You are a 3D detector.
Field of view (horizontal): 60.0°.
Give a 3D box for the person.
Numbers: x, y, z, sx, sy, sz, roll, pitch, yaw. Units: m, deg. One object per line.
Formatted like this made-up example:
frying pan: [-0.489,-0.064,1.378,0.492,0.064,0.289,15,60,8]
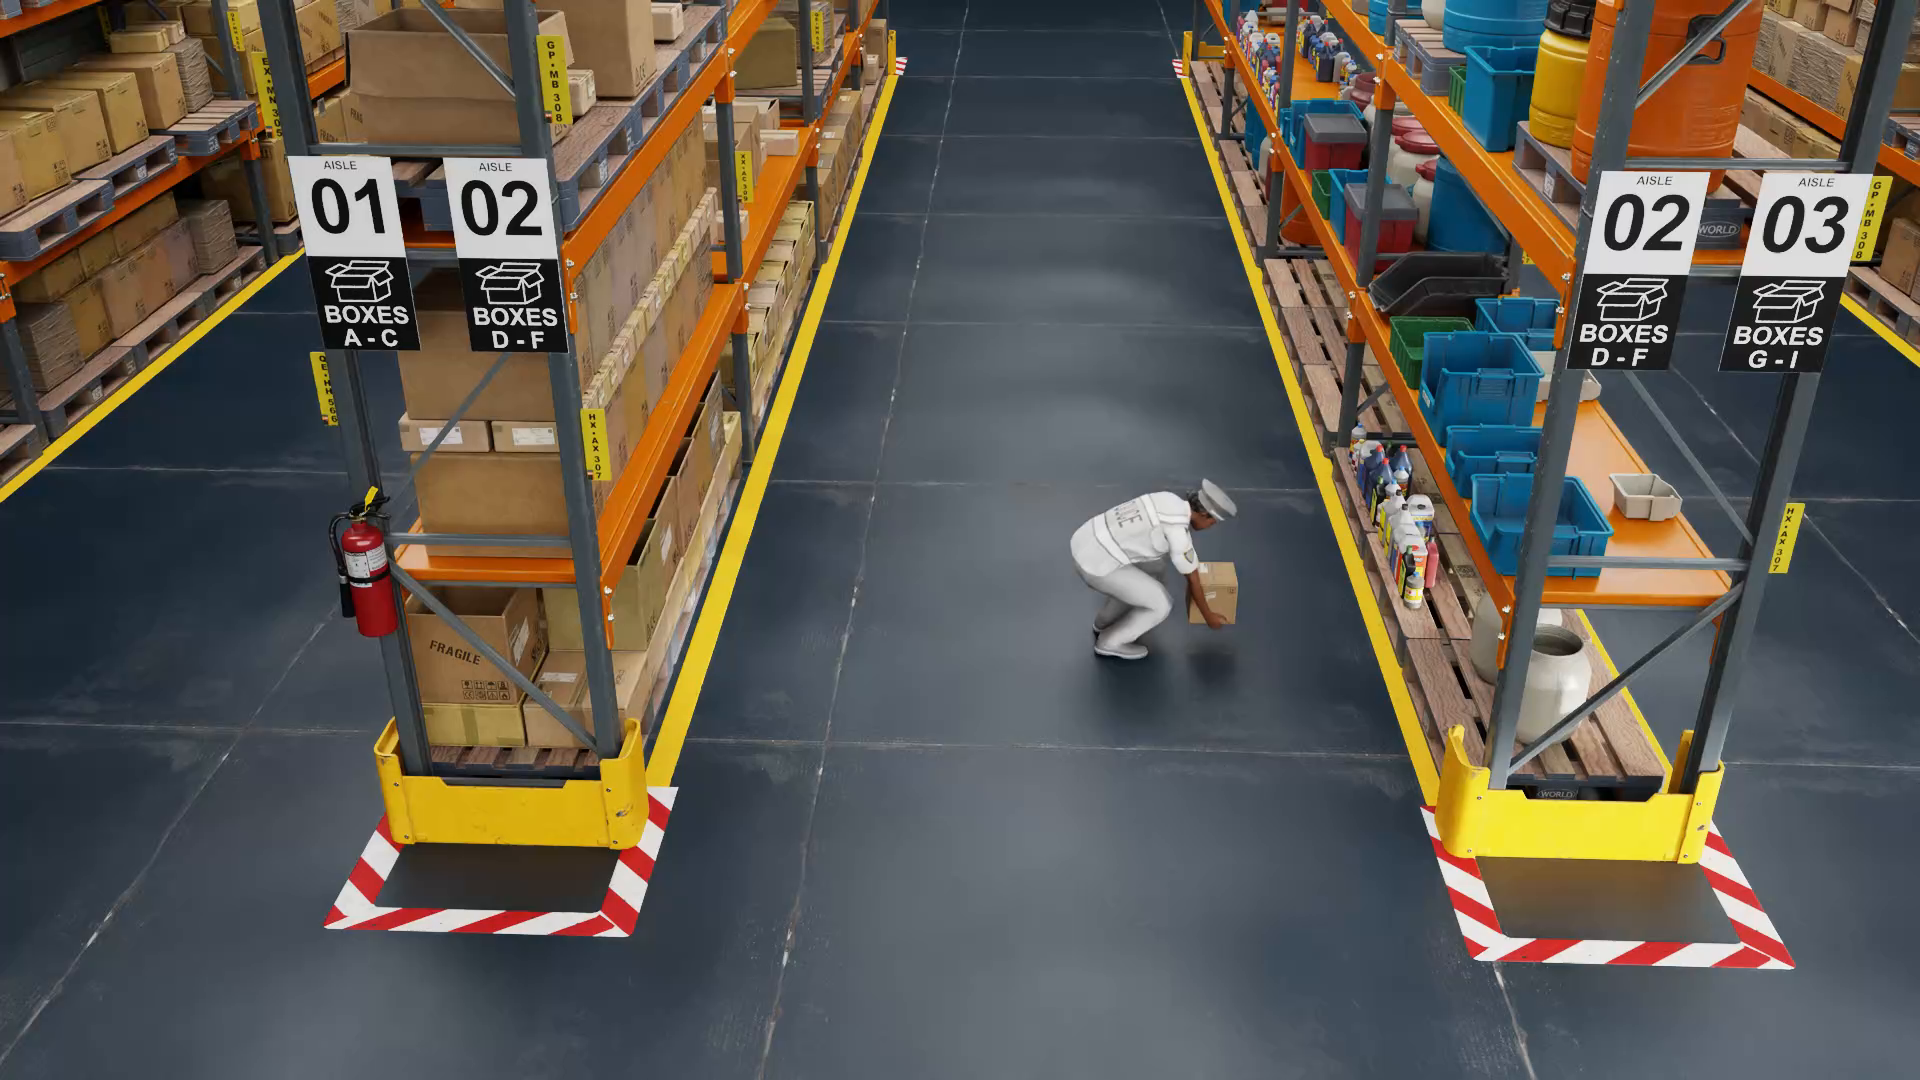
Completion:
person: [1.046,0.146,9.087,0.891,0.977,0.463,0,28,0]
